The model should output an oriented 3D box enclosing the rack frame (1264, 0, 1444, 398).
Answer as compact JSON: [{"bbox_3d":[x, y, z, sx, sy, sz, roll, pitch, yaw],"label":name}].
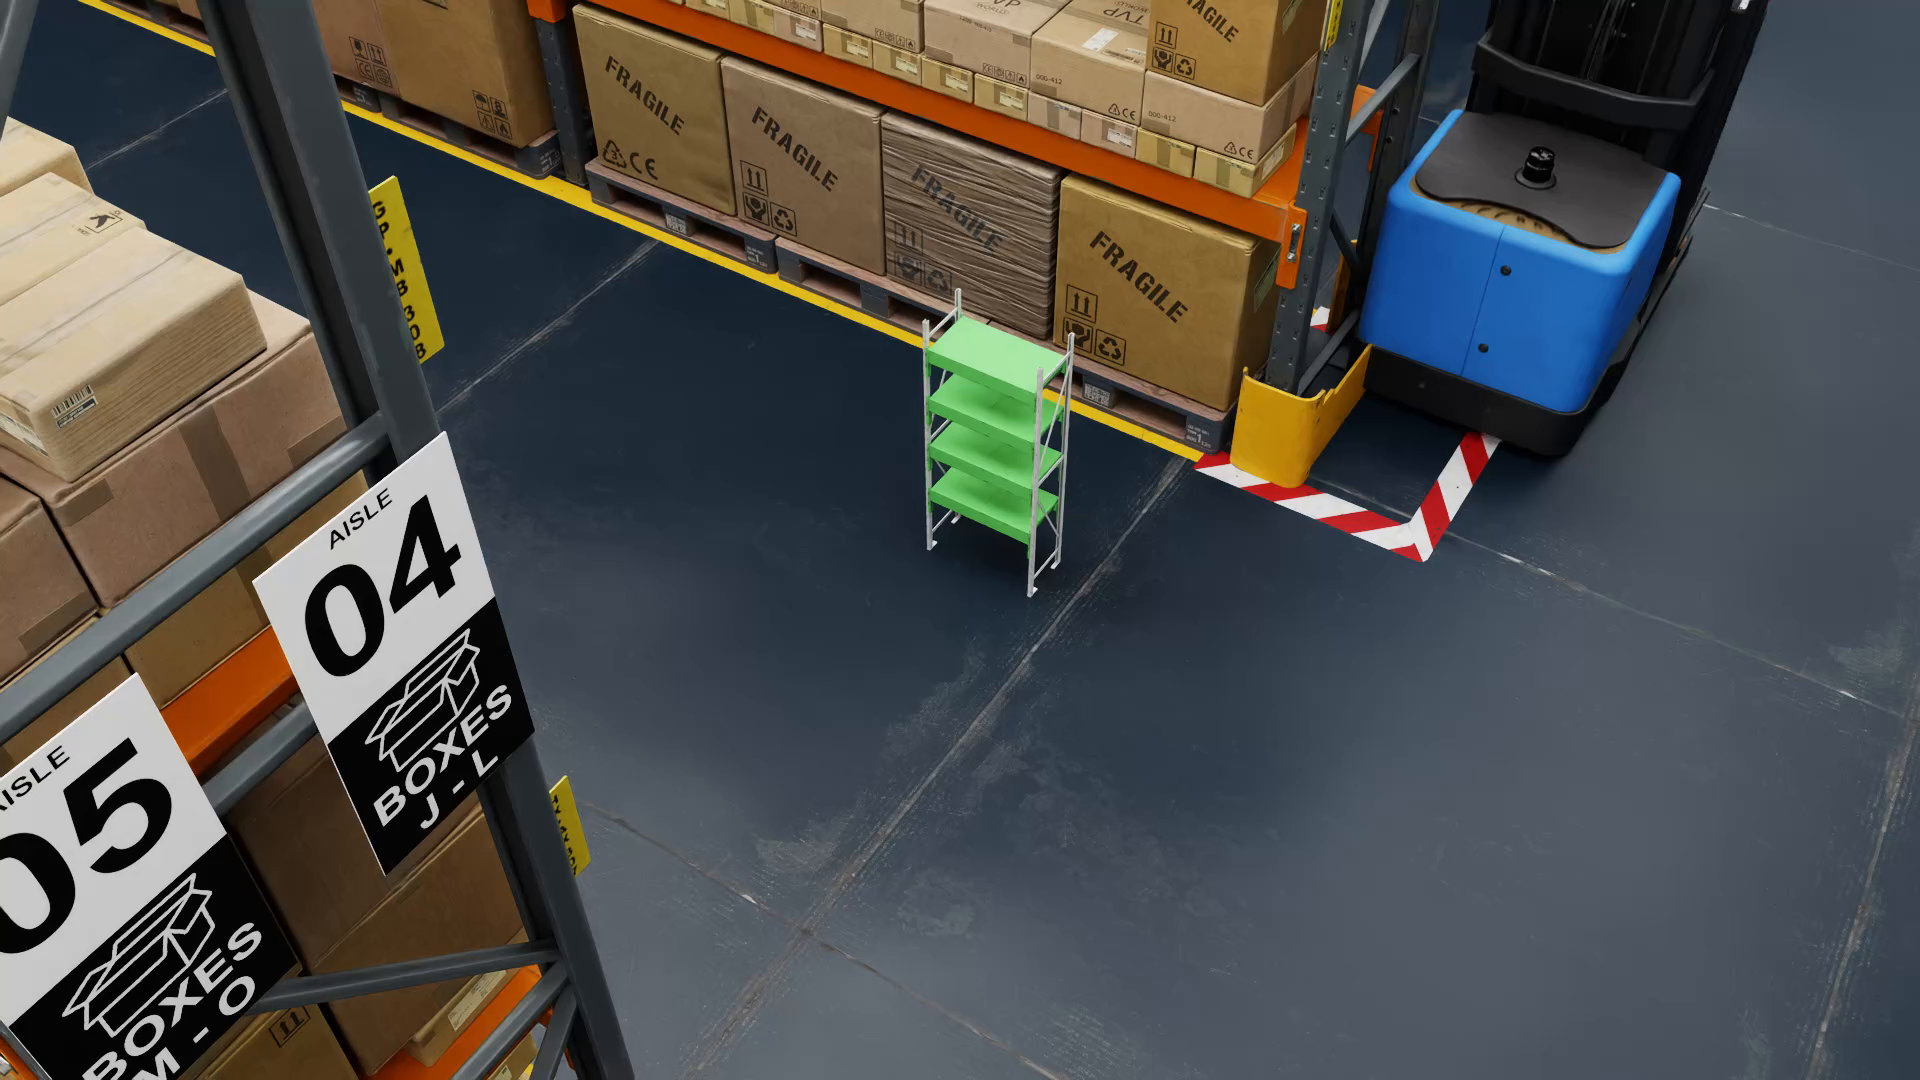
[{"bbox_3d":[1.600,-1.678,6.511,0.127,3.000,1.000,25,51,22],"label":"rack frame"}]

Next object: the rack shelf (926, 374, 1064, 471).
[{"bbox_3d":[0.139,-0.477,6.353,0.480,0.148,0.258,25,51,22],"label":"rack shelf"}]

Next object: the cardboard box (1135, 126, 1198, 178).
[{"bbox_3d":[0.903,-1.630,6.639,0.250,0.149,0.380,25,51,22],"label":"cardboard box"}]

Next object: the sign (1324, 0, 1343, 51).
[{"bbox_3d":[1.296,-1.842,5.698,0.005,0.325,0.100,25,51,22],"label":"sign"}]

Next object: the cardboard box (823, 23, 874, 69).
[{"bbox_3d":[-0.384,-2.222,7.214,0.250,0.149,0.380,23,50,21],"label":"cardboard box"}]

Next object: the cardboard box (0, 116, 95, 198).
[{"bbox_3d":[-1.706,-0.551,2.802,0.250,0.149,0.380,25,51,22],"label":"cardboard box"}]

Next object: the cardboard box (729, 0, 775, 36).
[{"bbox_3d":[-0.816,-2.421,7.408,0.250,0.149,0.380,24,50,22],"label":"cardboard box"}]

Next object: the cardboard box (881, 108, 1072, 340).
[{"bbox_3d":[0.253,-1.636,7.659,0.875,0.875,0.875,25,51,22],"label":"cardboard box"}]

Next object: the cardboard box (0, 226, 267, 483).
[{"bbox_3d":[-1.312,-0.293,2.551,0.250,0.149,0.380,24,51,22],"label":"cardboard box"}]

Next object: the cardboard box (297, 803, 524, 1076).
[{"bbox_3d":[-1.391,0.798,3.828,0.500,0.500,0.500,27,52,24],"label":"cardboard box"}]

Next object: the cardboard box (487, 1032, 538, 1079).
[{"bbox_3d":[-1.420,1.508,4.695,0.250,0.149,0.380,23,50,20],"label":"cardboard box"}]

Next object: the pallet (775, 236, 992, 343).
[{"bbox_3d":[-0.138,-1.442,8.226,1.213,0.211,1.003,25,51,22],"label":"pallet"}]

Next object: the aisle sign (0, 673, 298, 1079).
[{"bbox_3d":[-1.263,0.580,2.504,0.004,0.787,0.394,25,51,22],"label":"aisle sign"}]

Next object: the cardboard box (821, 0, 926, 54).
[{"bbox_3d":[-0.247,-2.350,7.061,0.500,0.250,0.500,25,51,22],"label":"cardboard box"}]

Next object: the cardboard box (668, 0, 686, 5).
[{"bbox_3d":[-1.254,-2.621,7.602,0.250,0.149,0.380,26,51,23],"label":"cardboard box"}]

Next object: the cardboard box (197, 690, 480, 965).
[{"bbox_3d":[-1.397,0.456,3.463,0.500,0.500,0.500,24,51,22],"label":"cardboard box"}]

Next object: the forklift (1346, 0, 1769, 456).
[{"bbox_3d":[2.976,-2.426,7.285,1.130,2.935,3.031,24,51,22],"label":"forklift"}]

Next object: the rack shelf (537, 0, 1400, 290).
[{"bbox_3d":[-0.083,-2.202,7.522,4.000,0.370,1.077,25,51,22],"label":"rack shelf"}]

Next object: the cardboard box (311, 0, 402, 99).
[{"bbox_3d":[-3.069,-3.214,9.192,0.875,0.875,1.225,23,50,21],"label":"cardboard box"}]

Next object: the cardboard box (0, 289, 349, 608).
[{"bbox_3d":[-1.400,-0.221,2.760,0.500,0.250,0.500,25,51,23],"label":"cardboard box"}]

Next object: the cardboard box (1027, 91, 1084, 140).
[{"bbox_3d":[0.482,-1.825,6.829,0.250,0.149,0.380,26,51,23],"label":"cardboard box"}]

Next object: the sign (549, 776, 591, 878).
[{"bbox_3d":[-0.870,0.647,3.648,0.005,0.325,0.100,25,51,22],"label":"sign"}]

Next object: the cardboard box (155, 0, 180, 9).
[{"bbox_3d":[-4.564,-3.902,9.861,0.875,0.875,1.225,22,50,20],"label":"cardboard box"}]

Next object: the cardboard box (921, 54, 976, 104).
[{"bbox_3d":[0.044,-2.025,7.023,0.250,0.149,0.380,25,51,22],"label":"cardboard box"}]

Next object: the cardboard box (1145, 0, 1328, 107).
[{"bbox_3d":[1.048,-2.021,6.219,0.500,0.500,0.500,25,51,23],"label":"cardboard box"}]

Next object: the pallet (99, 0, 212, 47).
[{"bbox_3d":[-4.511,-3.453,10.180,1.213,0.211,1.003,25,51,22],"label":"pallet"}]

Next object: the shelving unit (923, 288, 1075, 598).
[{"bbox_3d":[0.139,-0.354,6.479,0.503,1.200,0.258,25,51,22],"label":"shelving unit"}]

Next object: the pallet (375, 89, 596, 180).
[{"bbox_3d":[-2.457,-2.509,9.262,1.213,0.211,1.003,25,51,22],"label":"pallet"}]

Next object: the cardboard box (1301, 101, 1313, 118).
[{"bbox_3d":[1.480,-1.928,6.929,0.250,0.149,0.380,25,51,23],"label":"cardboard box"}]

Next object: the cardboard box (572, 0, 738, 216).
[{"bbox_3d":[-1.254,-2.329,8.332,0.875,0.875,0.875,25,51,22],"label":"cardboard box"}]

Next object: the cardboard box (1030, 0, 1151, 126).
[{"bbox_3d":[0.623,-1.954,6.676,0.500,0.250,0.500,24,50,21],"label":"cardboard box"}]

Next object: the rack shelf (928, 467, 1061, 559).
[{"bbox_3d":[0.139,-0.142,6.697,0.480,0.148,0.258,25,51,22],"label":"rack shelf"}]

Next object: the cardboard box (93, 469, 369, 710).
[{"bbox_3d":[-1.402,-0.045,2.937,0.500,0.250,0.500,26,51,23],"label":"cardboard box"}]

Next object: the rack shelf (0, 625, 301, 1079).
[{"bbox_3d":[-2.846,-0.292,3.574,4.000,0.370,1.077,25,51,22],"label":"rack shelf"}]

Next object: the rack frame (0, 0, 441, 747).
[{"bbox_3d":[-1.162,-0.814,1.488,0.127,3.000,1.000,25,51,22],"label":"rack frame"}]

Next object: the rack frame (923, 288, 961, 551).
[{"bbox_3d":[-0.066,-0.449,6.571,0.015,1.200,0.240,25,51,22],"label":"rack frame"}]
